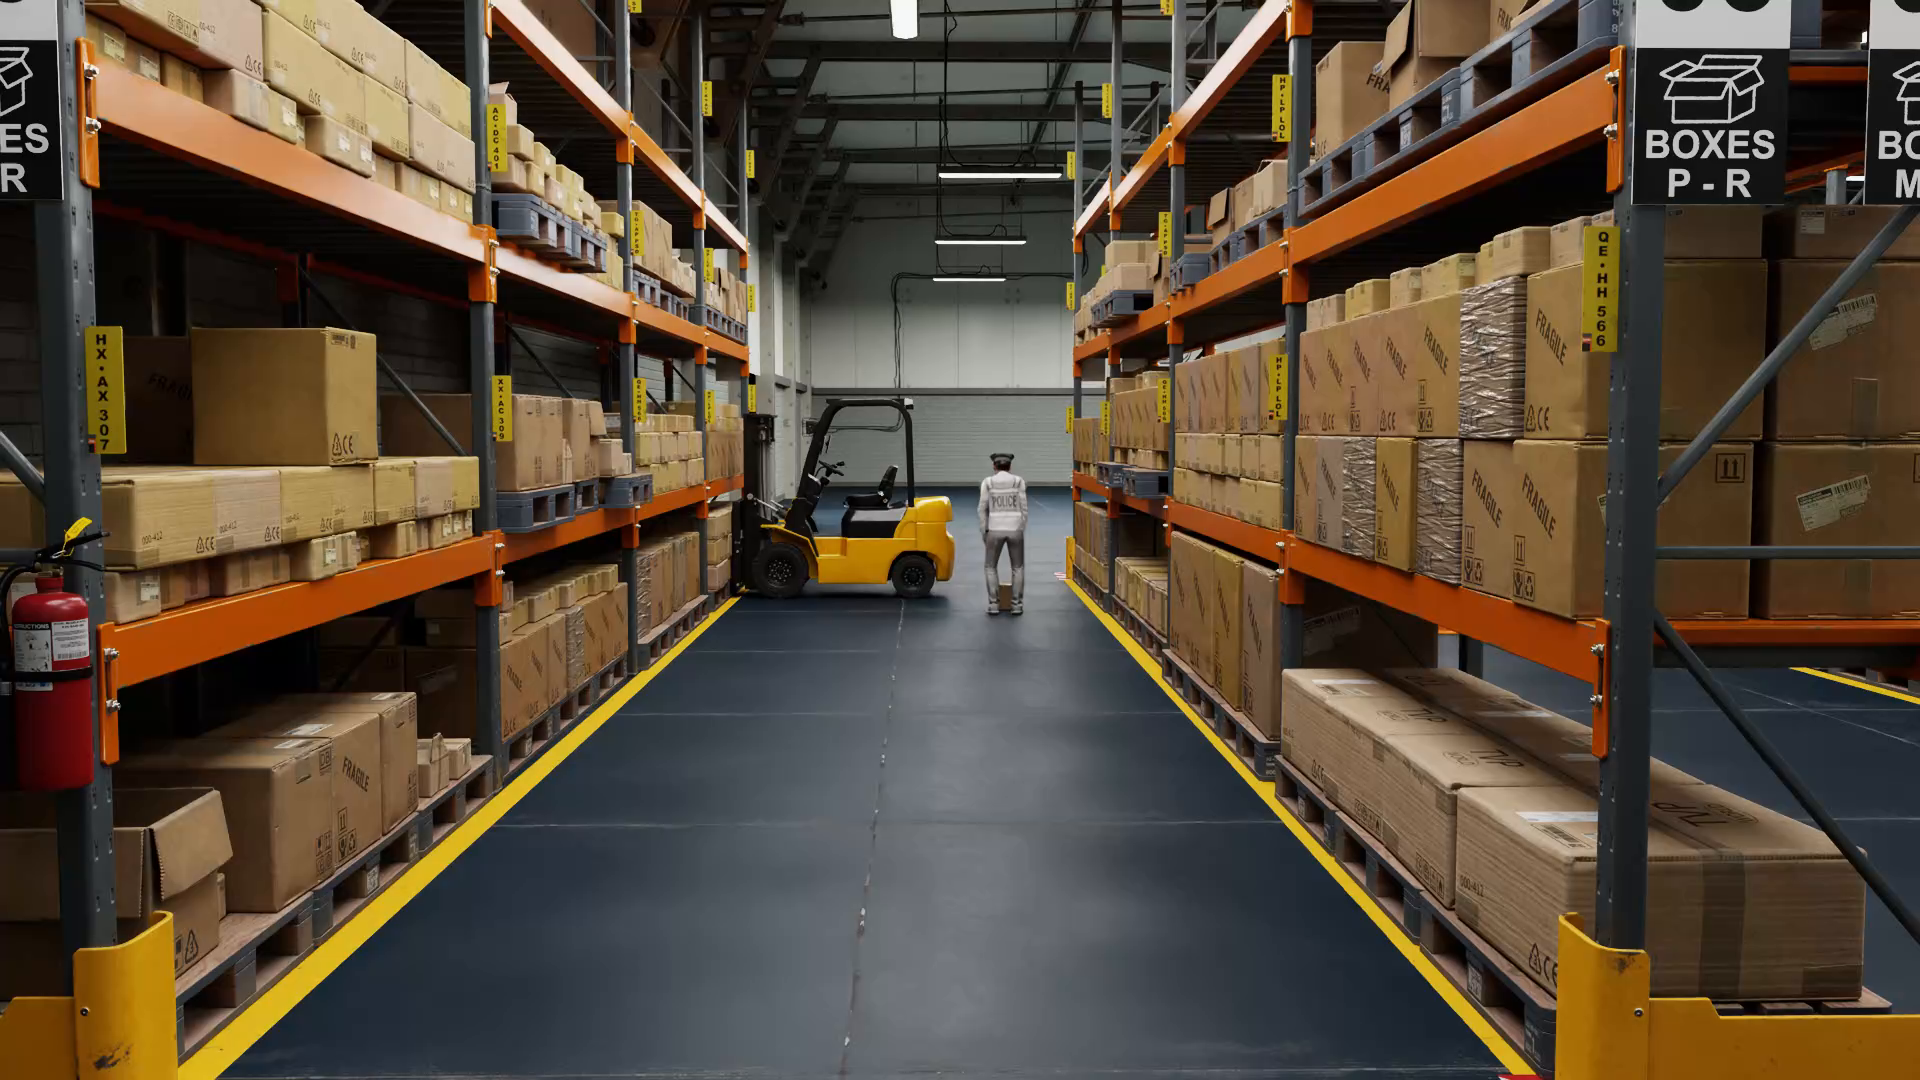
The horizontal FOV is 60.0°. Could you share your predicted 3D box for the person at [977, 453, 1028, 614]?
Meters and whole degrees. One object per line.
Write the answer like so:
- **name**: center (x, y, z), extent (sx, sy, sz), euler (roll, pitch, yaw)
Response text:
- **person**: center (0.421, -0.063, 16.467), extent (0.508, 1.604, 0.485), euler (0, 4, 0)
